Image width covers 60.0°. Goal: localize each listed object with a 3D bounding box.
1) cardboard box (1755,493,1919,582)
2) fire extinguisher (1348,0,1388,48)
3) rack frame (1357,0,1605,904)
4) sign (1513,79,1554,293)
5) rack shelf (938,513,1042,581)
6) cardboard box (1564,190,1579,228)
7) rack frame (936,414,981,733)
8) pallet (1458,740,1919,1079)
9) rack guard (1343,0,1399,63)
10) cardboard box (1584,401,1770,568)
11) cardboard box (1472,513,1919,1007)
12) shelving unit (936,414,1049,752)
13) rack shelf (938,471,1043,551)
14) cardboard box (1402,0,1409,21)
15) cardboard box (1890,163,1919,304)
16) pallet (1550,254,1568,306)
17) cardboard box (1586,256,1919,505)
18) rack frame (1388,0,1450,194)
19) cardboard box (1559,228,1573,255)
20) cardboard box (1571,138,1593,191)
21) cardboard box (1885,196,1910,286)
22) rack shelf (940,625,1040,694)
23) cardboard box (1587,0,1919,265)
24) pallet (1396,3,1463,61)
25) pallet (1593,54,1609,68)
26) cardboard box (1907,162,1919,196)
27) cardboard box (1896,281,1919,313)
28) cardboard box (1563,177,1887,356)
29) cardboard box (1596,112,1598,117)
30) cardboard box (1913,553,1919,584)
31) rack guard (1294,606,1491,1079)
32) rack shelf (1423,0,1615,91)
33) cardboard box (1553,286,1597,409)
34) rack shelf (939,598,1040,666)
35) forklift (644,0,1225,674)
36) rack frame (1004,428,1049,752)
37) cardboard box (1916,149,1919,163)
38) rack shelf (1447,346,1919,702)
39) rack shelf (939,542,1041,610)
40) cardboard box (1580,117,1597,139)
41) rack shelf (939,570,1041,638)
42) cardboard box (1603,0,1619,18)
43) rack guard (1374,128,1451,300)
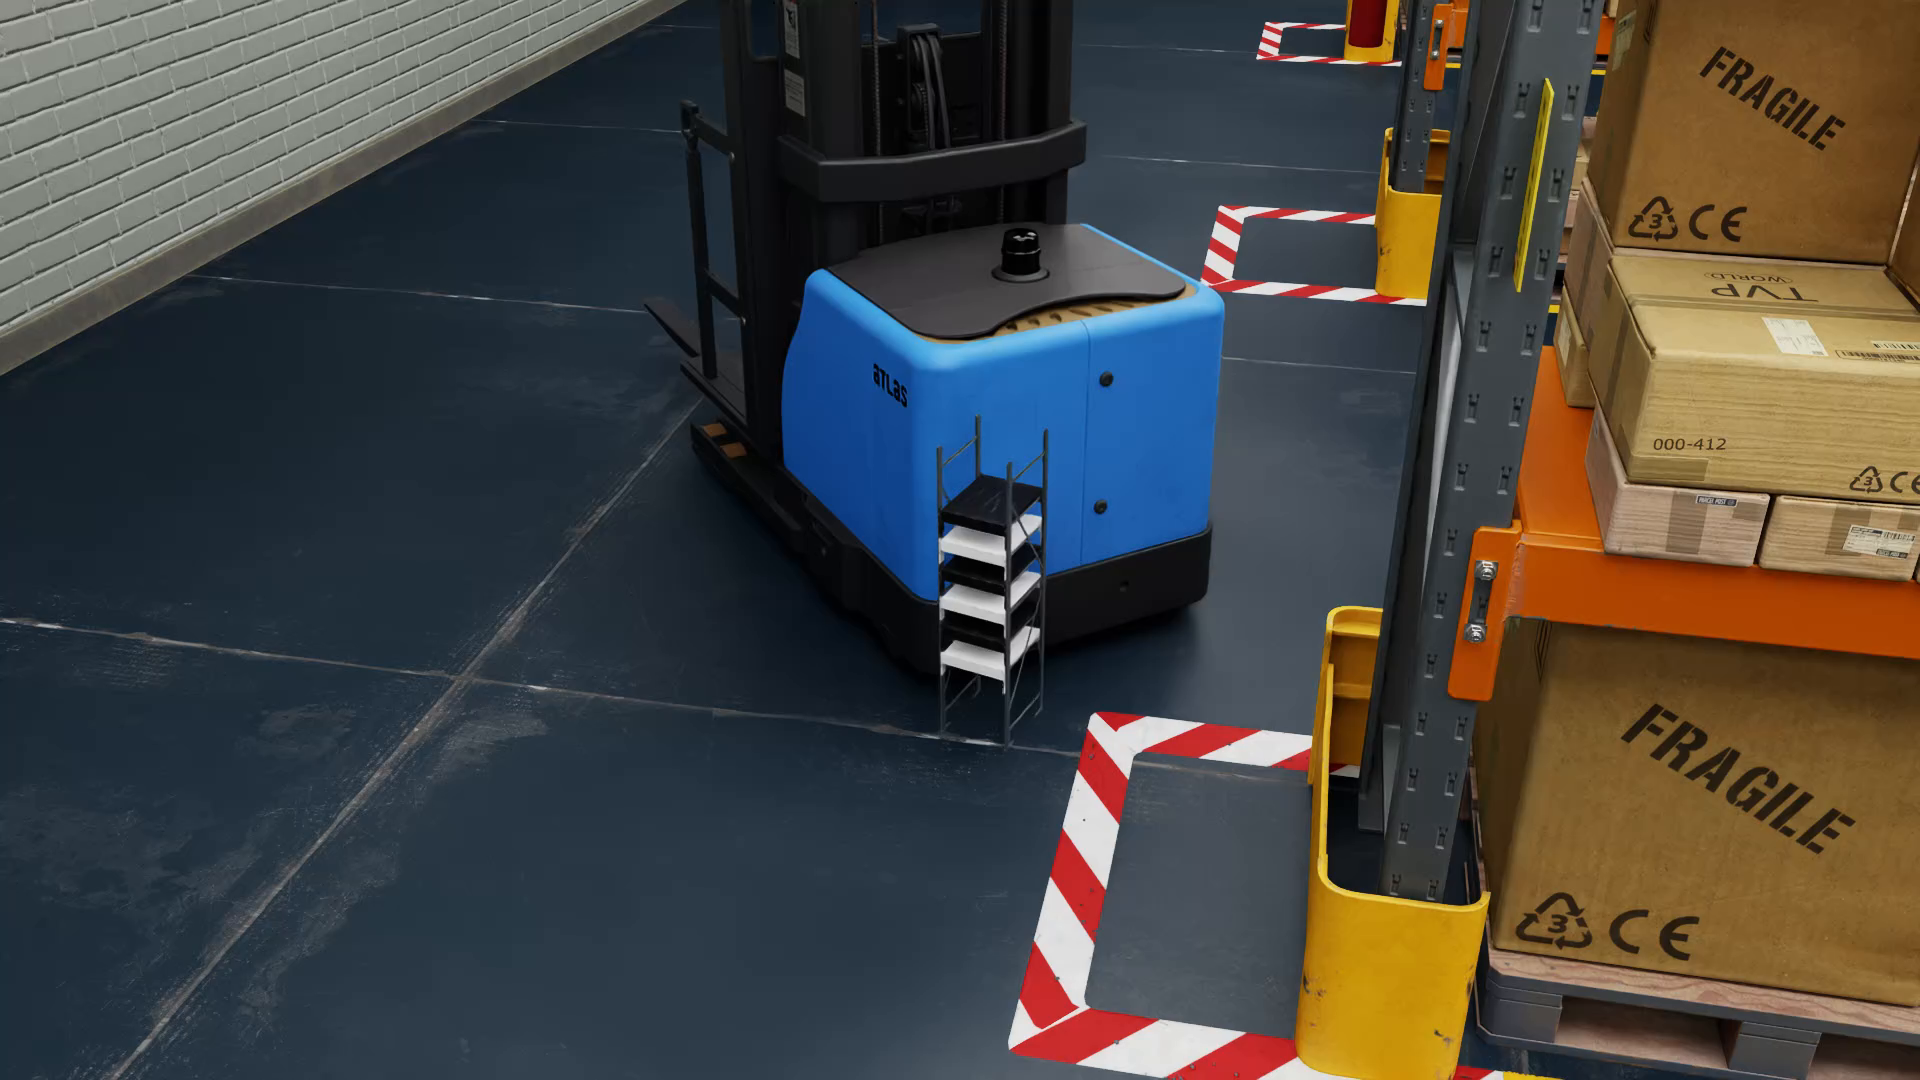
[{"bbox_3d":[1.574,-0.089,3.050,0.250,0.149,0.380,5,29,10],"label":"cardboard box"},{"bbox_3d":[2.029,-2.778,8.170,0.183,0.674,0.296,6,29,11],"label":"fire extinguisher"},{"bbox_3d":[1.045,-0.415,3.384,0.127,3.000,1.000,6,29,11],"label":"rack frame"},{"bbox_3d":[0.923,-0.569,2.682,0.005,0.325,0.100,6,29,11],"label":"sign"},{"bbox_3d":[0.089,-0.002,4.506,0.200,0.077,0.258,14,32,24],"label":"rack shelf"},{"bbox_3d":[2.894,-1.571,7.717,0.250,0.149,0.380,6,29,10],"label":"cardboard box"},{"bbox_3d":[0.001,0.104,4.619,0.006,0.900,0.240,14,32,24],"label":"rack frame"},{"bbox_3d":[1.843,0.852,3.974,1.213,0.211,1.003,6,29,11],"label":"pallet"},{"bbox_3d":[3.091,-3.974,12.489,0.348,0.500,1.175,6,29,11],"label":"rack guard"},{"bbox_3d":[1.323,-0.114,3.096,0.250,0.149,0.380,6,29,11],"label":"cardboard box"},{"bbox_3d":[1.687,0.360,3.744,0.875,0.875,0.875,6,29,11],"label":"cardboard box"},{"bbox_3d":[0.090,0.127,4.577,0.210,0.900,0.258,14,32,24],"label":"shelving unit"},{"bbox_3d":[0.089,-0.080,4.462,0.200,0.077,0.258,14,32,24],"label":"rack shelf"},{"bbox_3d":[3.781,-4.110,12.364,0.875,0.438,0.875,5,29,9],"label":"cardboard box"},{"bbox_3d":[1.947,-0.583,2.757,0.500,0.500,0.500,5,29,9],"label":"cardboard box"},{"bbox_3d":[3.041,-1.405,8.096,1.213,0.211,1.003,6,29,11],"label":"pallet"},{"bbox_3d":[1.458,-0.304,3.029,0.500,0.250,0.500,5,29,9],"label":"cardboard box"},{"bbox_3d":[2.179,-2.734,7.620,0.127,3.000,1.000,6,29,11],"label":"rack frame"},{"bbox_3d":[2.898,-1.477,7.855,0.250,0.149,0.380,6,29,10],"label":"cardboard box"},{"bbox_3d":[2.916,-1.745,7.726,0.250,0.149,0.380,6,29,11],"label":"cardboard box"},{"bbox_3d":[2.070,-0.504,3.393,0.500,0.250,0.500,5,29,10],"label":"cardboard box"},{"bbox_3d":[0.092,0.313,4.681,0.200,0.077,0.258,14,32,24],"label":"rack shelf"},{"bbox_3d":[1.576,-0.883,3.304,0.500,0.500,0.500,6,29,11],"label":"cardboard box"},{"bbox_3d":[3.913,-3.802,12.475,1.213,0.211,1.003,6,29,11],"label":"pallet"},{"bbox_3d":[5.102,-3.679,12.249,1.213,0.211,1.003,6,29,11],"label":"pallet"},{"bbox_3d":[4.178,-1.613,7.485,0.250,0.149,0.380,6,29,11],"label":"cardboard box"},{"bbox_3d":[1.968,-0.255,2.939,0.500,0.250,0.500,6,29,10],"label":"cardboard box"},{"bbox_3d":[1.574,-0.555,3.487,0.500,0.250,0.500,5,29,10],"label":"cardboard box"},{"bbox_3d":[3.264,-1.976,8.147,0.250,0.149,0.380,5,29,9],"label":"cardboard box"},{"bbox_3d":[1.825,-0.063,3.003,0.250,0.149,0.380,5,29,9],"label":"cardboard box"},{"bbox_3d":[1.021,0.680,3.988,0.348,0.500,1.175,6,29,11],"label":"rack guard"},{"bbox_3d":[4.135,-2.218,7.426,4.000,0.370,1.077,6,29,11],"label":"rack shelf"},{"bbox_3d":[1.462,-0.423,3.661,0.250,0.149,0.380,6,29,12],"label":"cardboard box"},{"bbox_3d":[0.091,0.234,4.637,0.200,0.077,0.258,14,32,24],"label":"rack shelf"},{"bbox_3d":[-0.353,-1.569,5.563,1.130,2.935,3.031,-15,32,-25],"label":"forklift"},{"bbox_3d":[0.180,0.149,4.535,0.006,0.900,0.240,14,32,24],"label":"rack frame"},{"bbox_3d":[4.508,-1.785,7.798,0.250,0.149,0.380,5,29,8],"label":"cardboard box"},{"bbox_3d":[3.001,0.102,3.190,4.000,0.370,1.077,6,29,11],"label":"rack shelf"},{"bbox_3d":[0.090,0.077,4.550,0.200,0.077,0.258,14,32,24],"label":"rack shelf"},{"bbox_3d":[2.984,-1.942,8.086,0.250,0.149,0.380,6,29,12],"label":"cardboard box"},{"bbox_3d":[0.091,0.156,4.593,0.200,0.077,0.258,14,32,24],"label":"rack shelf"},{"bbox_3d":[2.937,-2.379,7.233,0.250,0.149,0.380,5,29,9],"label":"cardboard box"},{"bbox_3d":[2.254,-1.630,8.206,0.348,0.500,1.175,6,29,11],"label":"rack guard"}]
